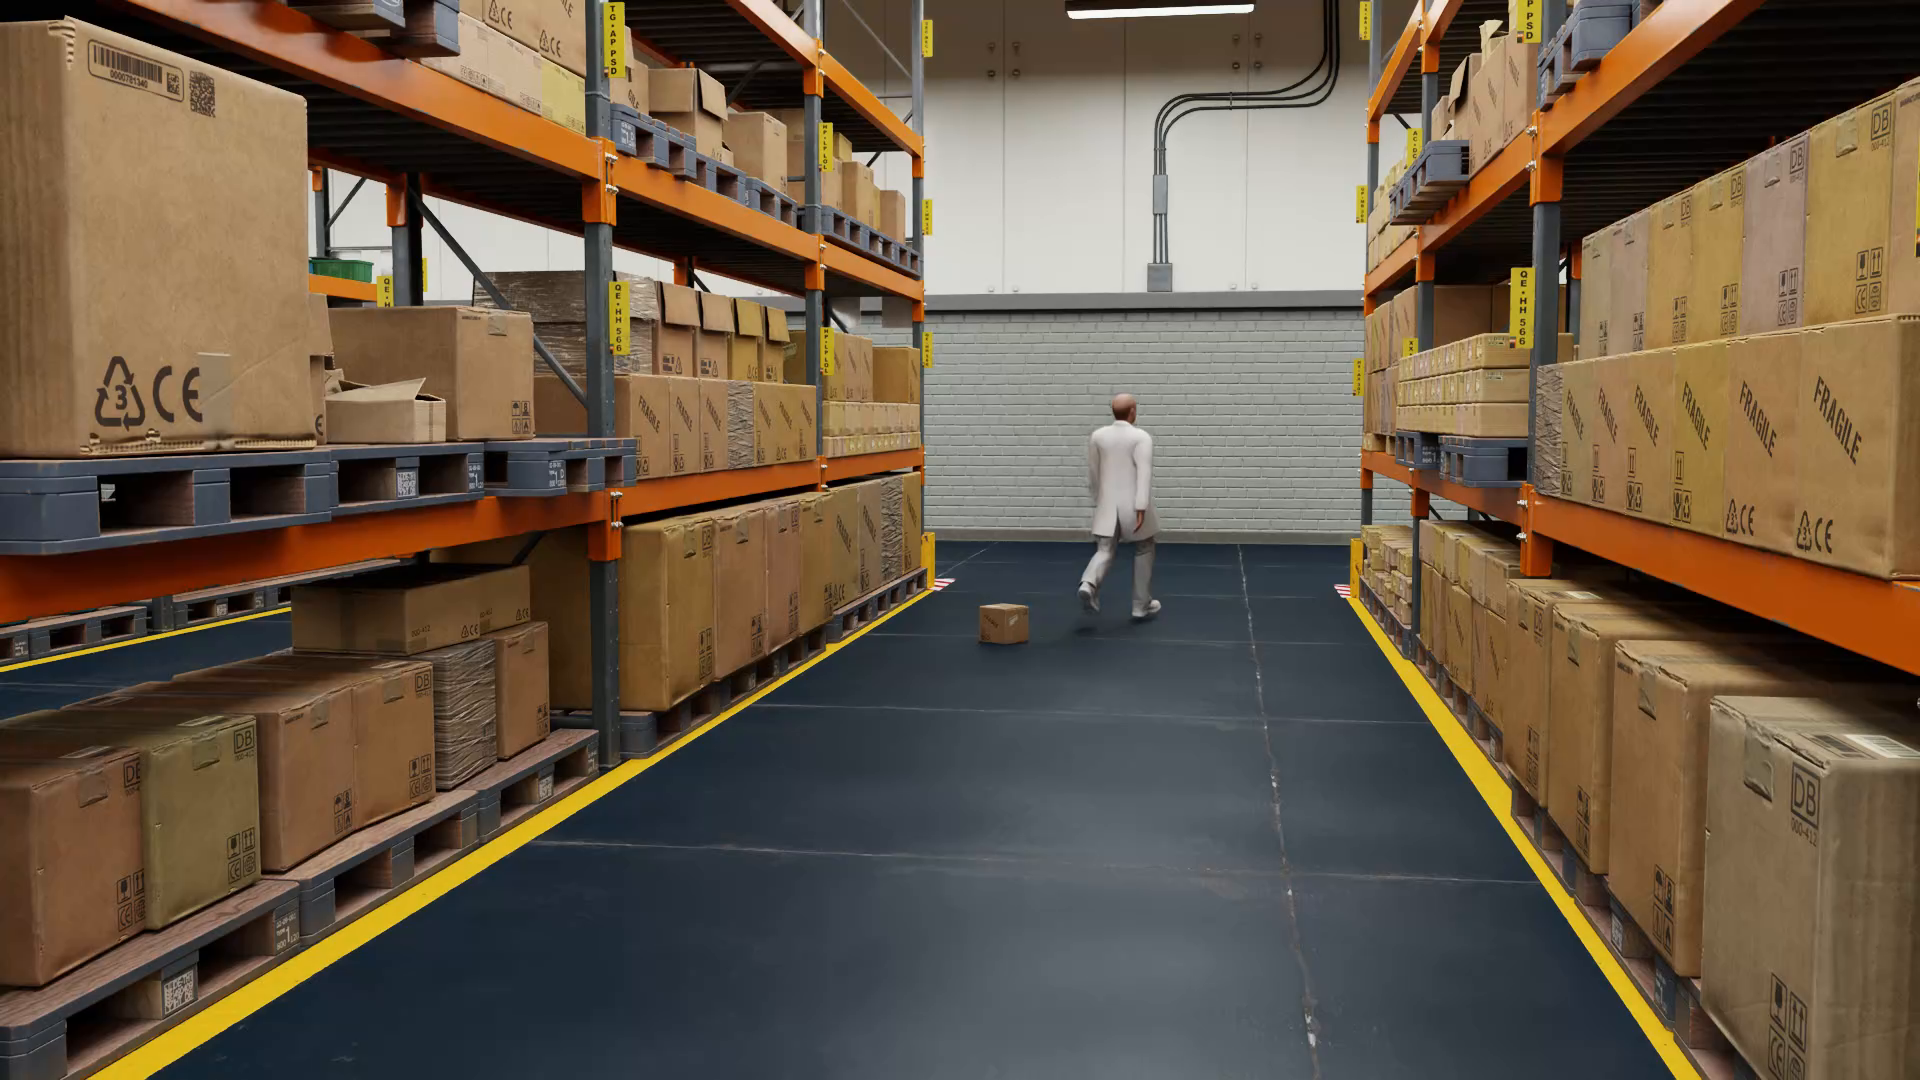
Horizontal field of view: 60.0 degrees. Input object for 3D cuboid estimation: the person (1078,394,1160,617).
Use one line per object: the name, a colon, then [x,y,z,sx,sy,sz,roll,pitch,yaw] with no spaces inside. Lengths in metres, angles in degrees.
person: [1.236,-0.259,12.842,0.582,1.739,1.017,2,5,29]
